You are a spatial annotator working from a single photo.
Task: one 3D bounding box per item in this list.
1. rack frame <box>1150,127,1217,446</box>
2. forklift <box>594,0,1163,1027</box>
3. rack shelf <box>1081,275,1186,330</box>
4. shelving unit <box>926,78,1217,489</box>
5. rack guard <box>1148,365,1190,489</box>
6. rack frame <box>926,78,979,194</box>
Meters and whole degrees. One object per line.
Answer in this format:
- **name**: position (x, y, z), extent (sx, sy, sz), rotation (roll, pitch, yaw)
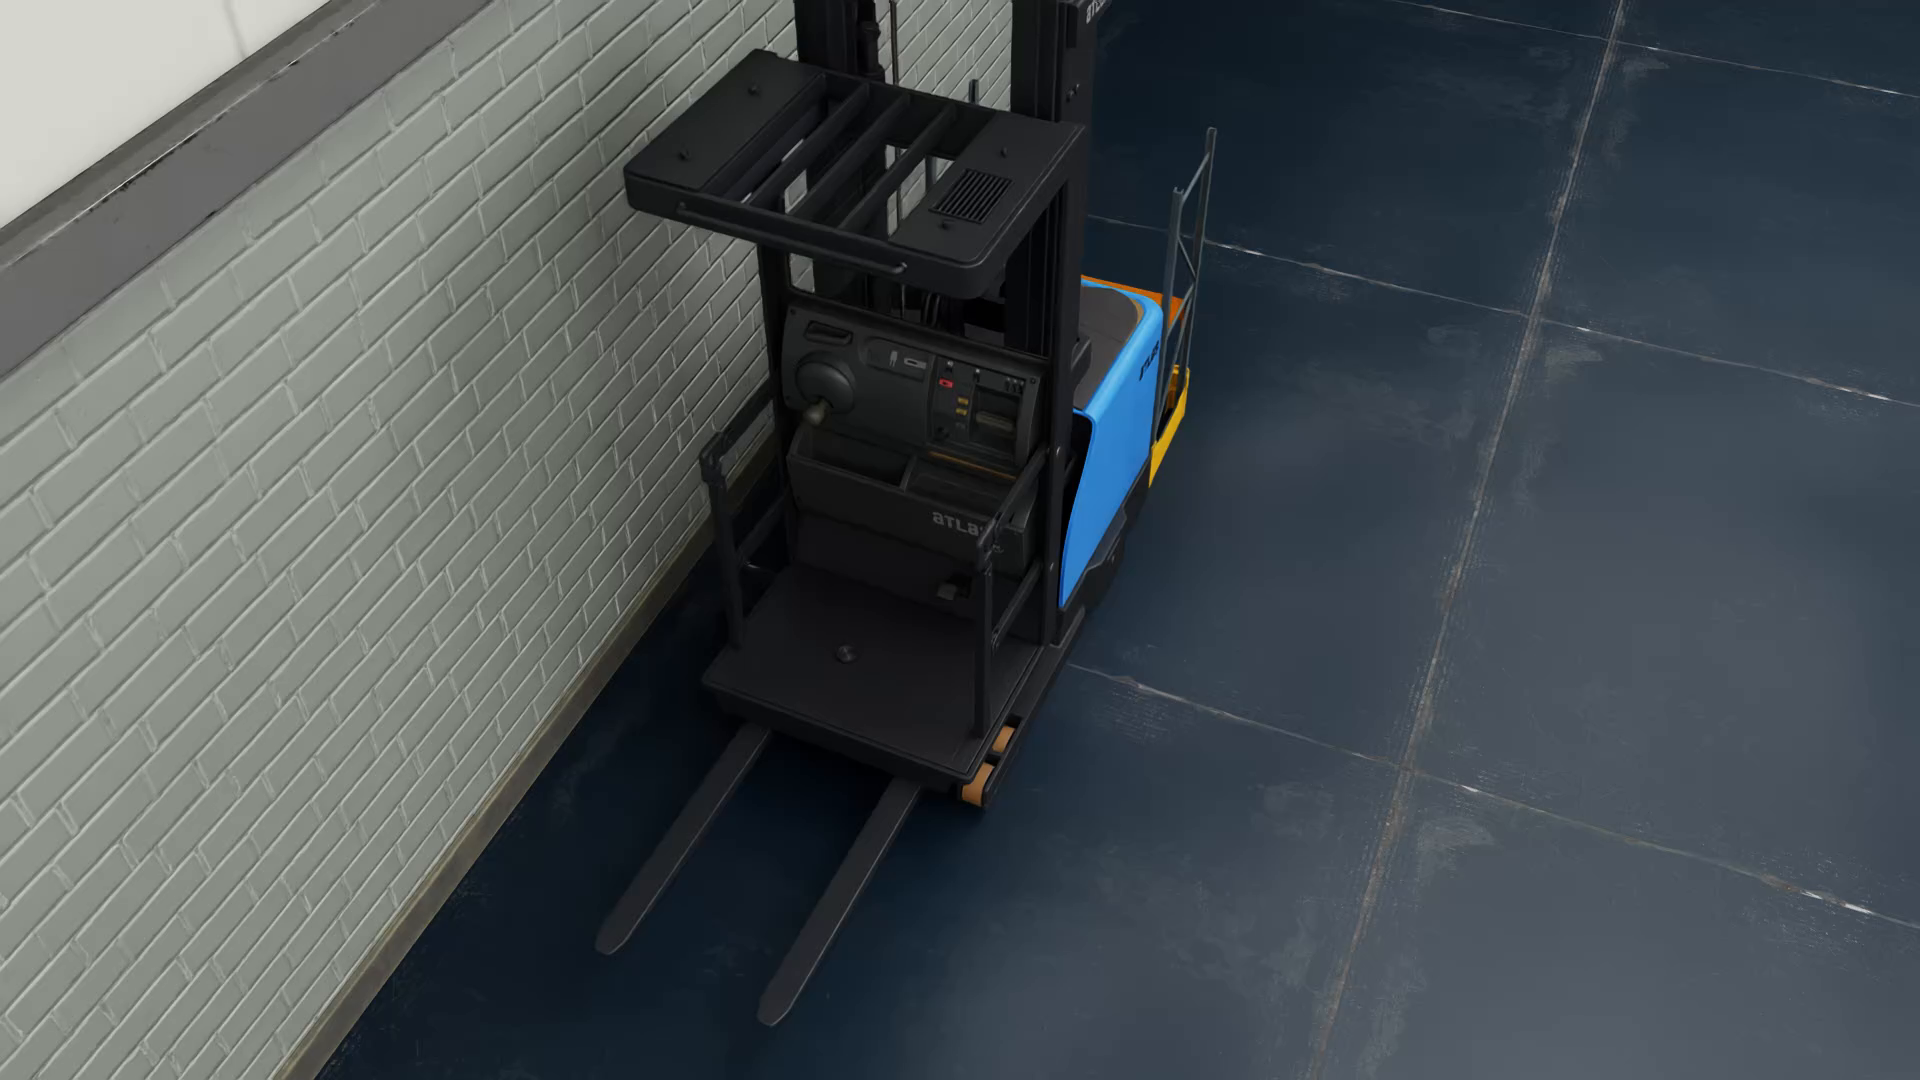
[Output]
- **rack frame**: position (0.913, -0.943, 6.973), extent (0.032, 1.500, 0.500), rotation (16, 47, 15)
- **forklift**: position (-0.262, -0.418, 5.431), extent (1.130, 2.935, 3.031), rotation (18, 48, 17)
- **rack shelf**: position (0.442, -0.950, 7.236), extent (1.000, 0.185, 0.538), rotation (16, 47, 15)
- **shelving unit**: position (0.433, -1.080, 7.111), extent (1.083, 1.500, 0.587), rotation (16, 47, 15)
- **rack guard**: position (0.895, -0.505, 7.419), extent (0.087, 0.250, 0.587), rotation (16, 47, 15)
- **rack frame**: position (-0.029, -1.213, 7.244), extent (0.032, 1.500, 0.500), rotation (16, 47, 15)
